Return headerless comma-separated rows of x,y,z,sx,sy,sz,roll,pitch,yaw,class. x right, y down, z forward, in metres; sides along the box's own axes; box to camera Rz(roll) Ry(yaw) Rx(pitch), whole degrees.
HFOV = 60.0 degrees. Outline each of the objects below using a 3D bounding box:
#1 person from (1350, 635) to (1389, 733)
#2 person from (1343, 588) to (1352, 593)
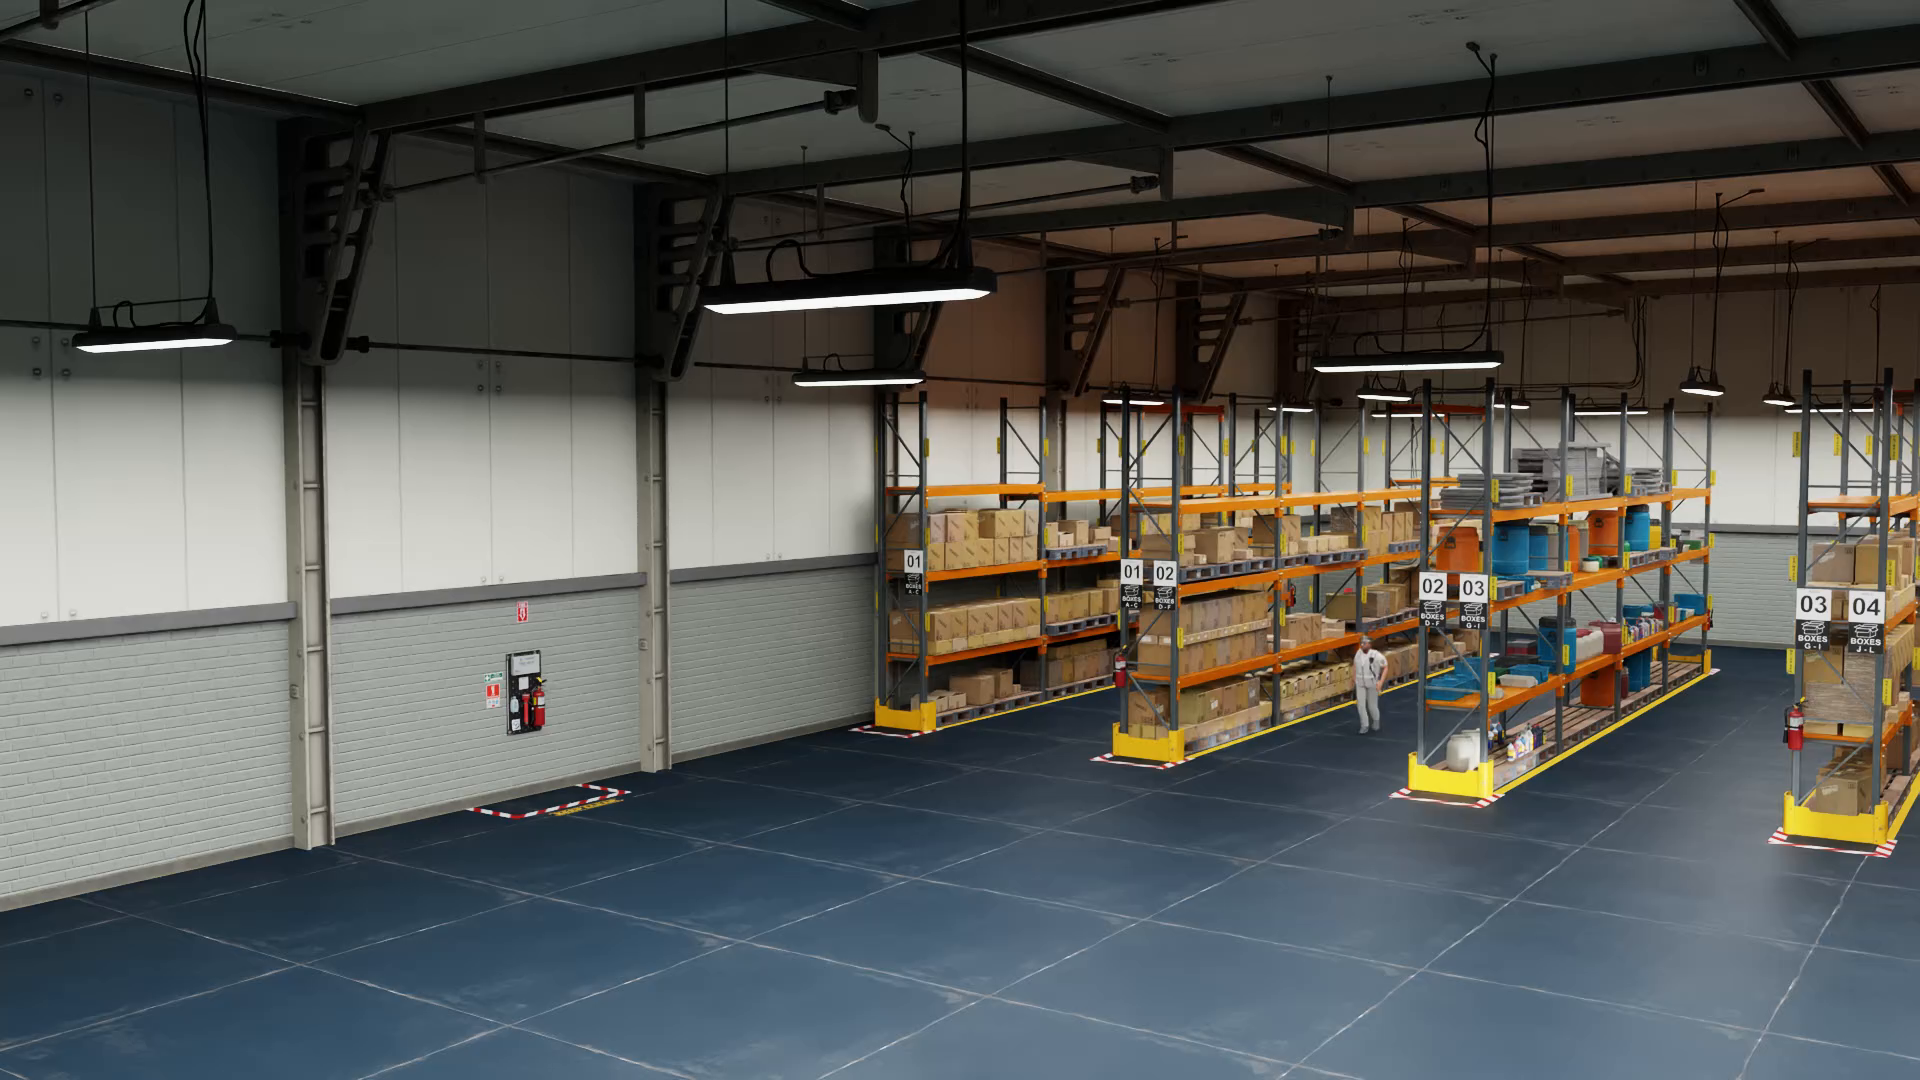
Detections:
7.221,2.518,29.268,0.675,1.728,0.608,2,4,27,person
8.902,1.979,38.314,0.608,1.724,1.034,2,4,35,person
